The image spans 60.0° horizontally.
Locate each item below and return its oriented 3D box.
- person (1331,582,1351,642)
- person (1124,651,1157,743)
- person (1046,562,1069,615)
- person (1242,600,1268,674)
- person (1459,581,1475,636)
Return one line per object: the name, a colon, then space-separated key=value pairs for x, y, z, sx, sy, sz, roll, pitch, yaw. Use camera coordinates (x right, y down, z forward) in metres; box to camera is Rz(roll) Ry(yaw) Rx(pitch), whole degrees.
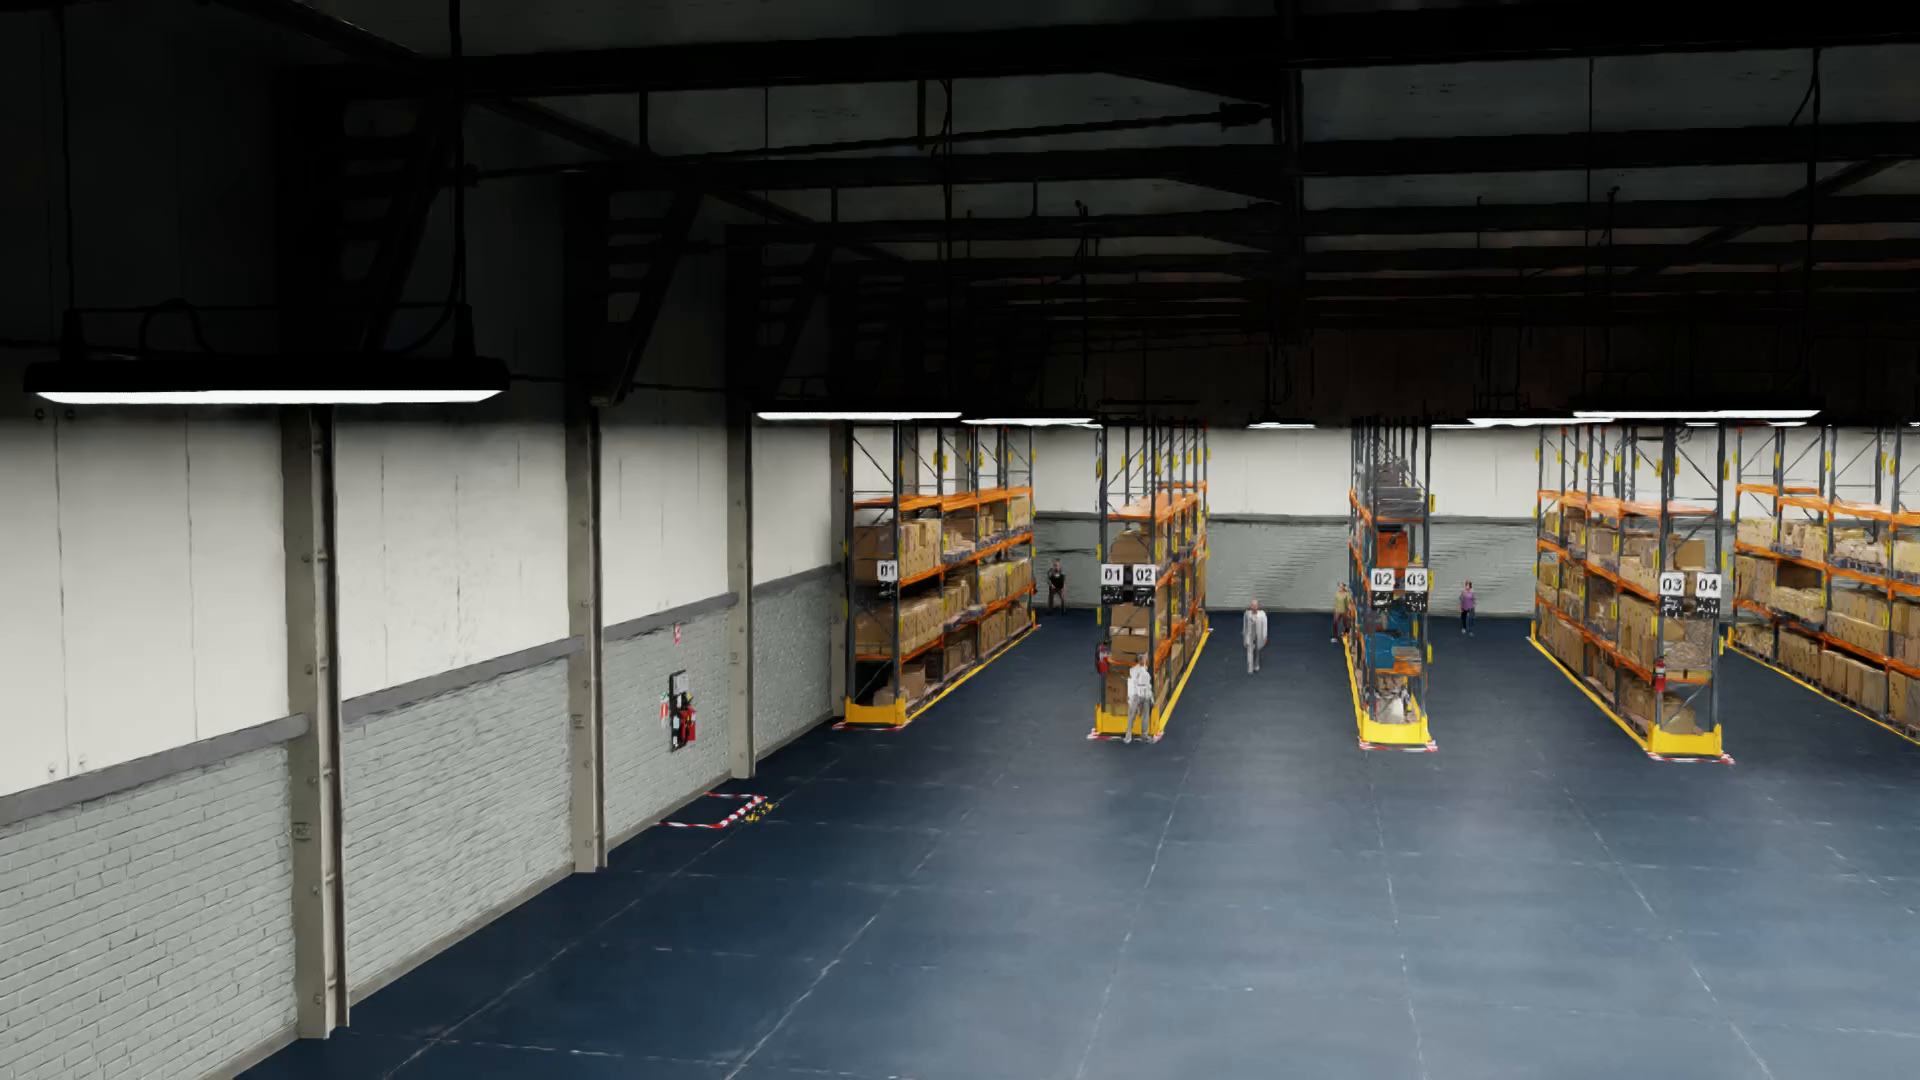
person: x=10.321 y=1.924 z=44.851 sx=0.468 sy=1.618 sz=0.930 roll=2 pitch=4 yaw=28
person: x=3.271 y=2.865 z=30.398 sx=0.588 sy=1.684 sz=0.435 roll=-3 pitch=5 yaw=-35
person: x=2.968 y=1.480 z=51.201 sx=0.682 sy=1.660 sz=0.845 roll=0 pitch=4 yaw=-5
person: x=6.928 y=2.256 z=39.056 sx=0.600 sy=1.725 sz=1.110 roll=1 pitch=4 yaw=10
person: x=14.089 y=1.879 z=46.206 sx=0.417 sy=1.507 sz=1.037 roll=1 pitch=4 yaw=14
